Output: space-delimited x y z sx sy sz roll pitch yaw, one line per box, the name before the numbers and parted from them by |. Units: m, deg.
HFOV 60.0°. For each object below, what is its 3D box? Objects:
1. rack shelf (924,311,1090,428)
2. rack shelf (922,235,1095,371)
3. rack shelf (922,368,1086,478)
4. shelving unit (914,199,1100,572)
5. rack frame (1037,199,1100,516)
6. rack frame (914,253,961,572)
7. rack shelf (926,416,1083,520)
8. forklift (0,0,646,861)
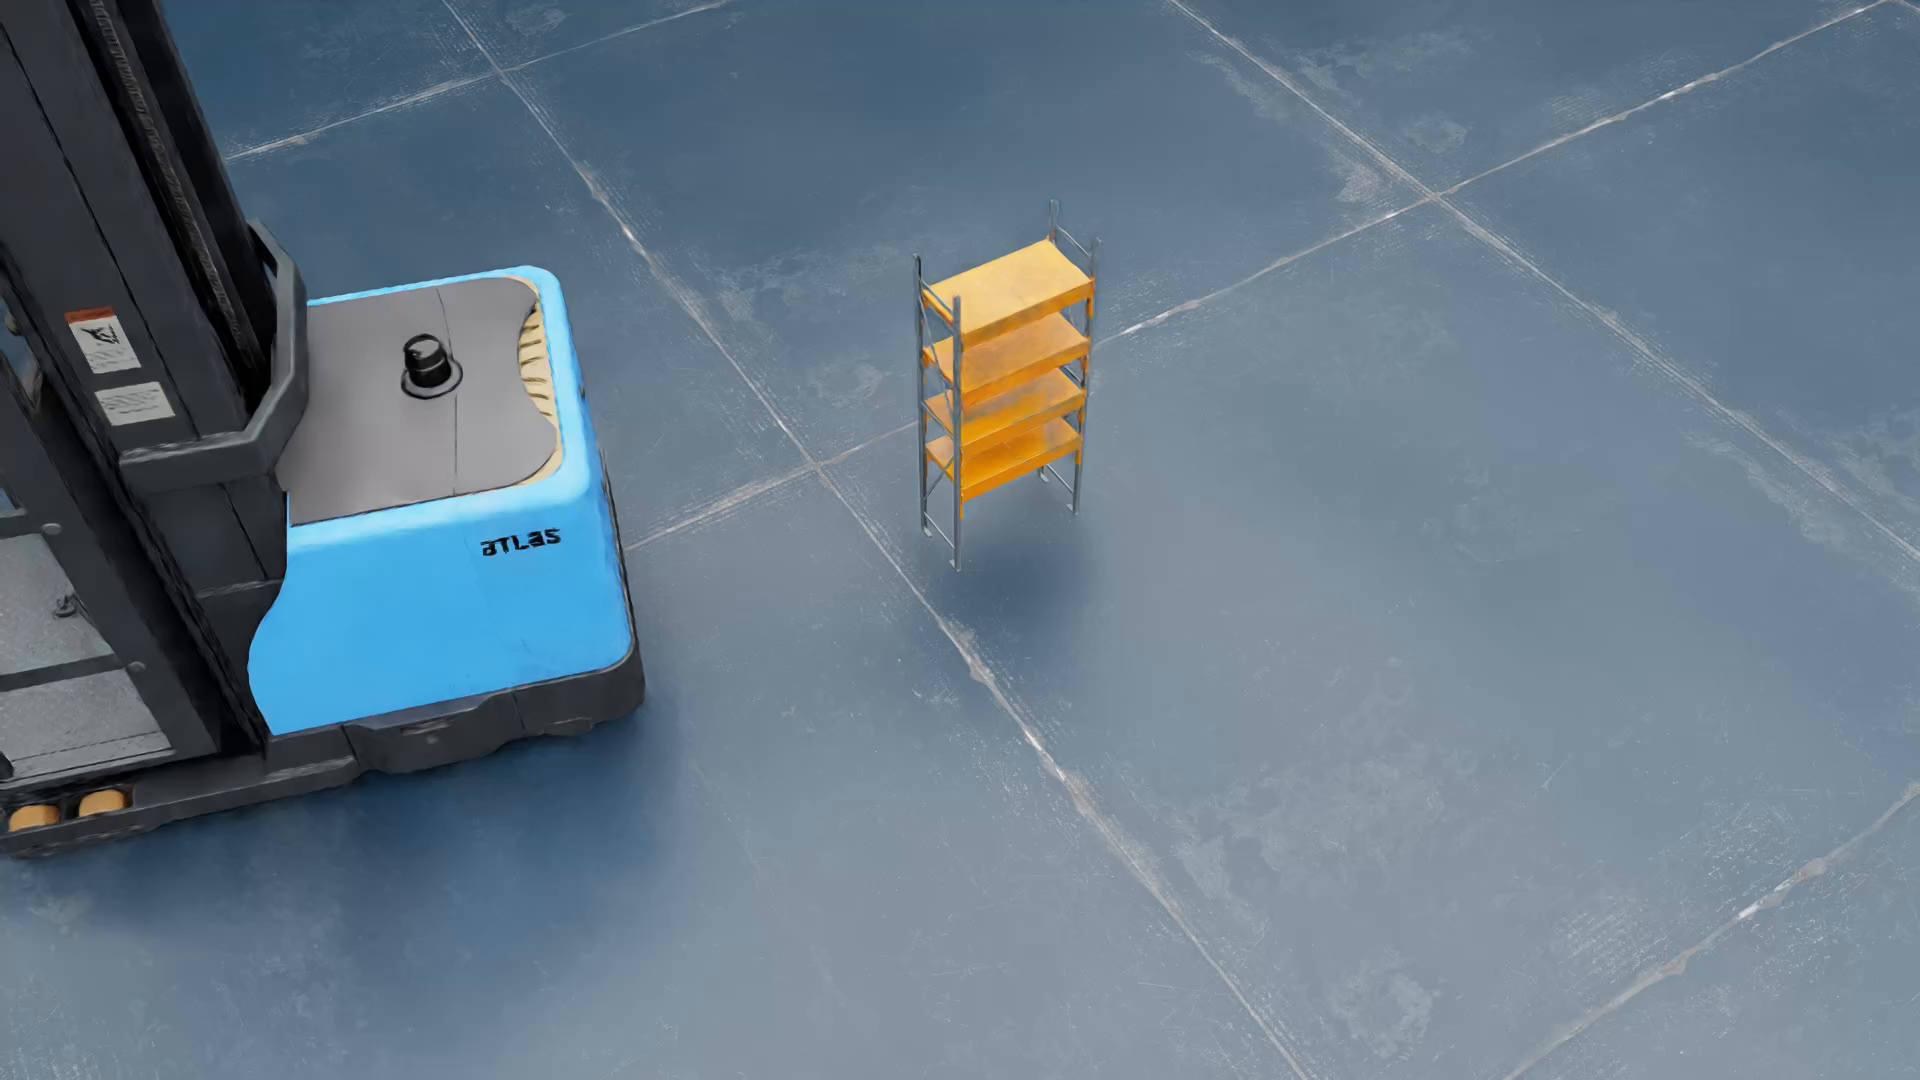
rack shelf | 0.140 -0.569 5.244 0.480 0.148 0.258 -25 53 -21
rack shelf | 0.140 -0.726 5.067 0.480 0.148 0.258 -25 53 -21
rack shelf | 0.140 -0.420 5.411 0.480 0.148 0.258 -25 53 -21
shelving unit | 0.140 -0.465 5.361 0.503 1.200 0.258 -25 53 -21
rack frame | 0.346 -0.562 5.447 0.015 1.200 0.240 -25 53 -21
rack frame | -0.066 -0.368 5.274 0.015 1.200 0.240 -25 53 -21
rack shelf | 0.140 -0.288 5.559 0.480 0.148 0.258 -25 53 -21
forklift | -2.563 -0.482 4.216 3.031 2.935 1.130 -11 49 -10
